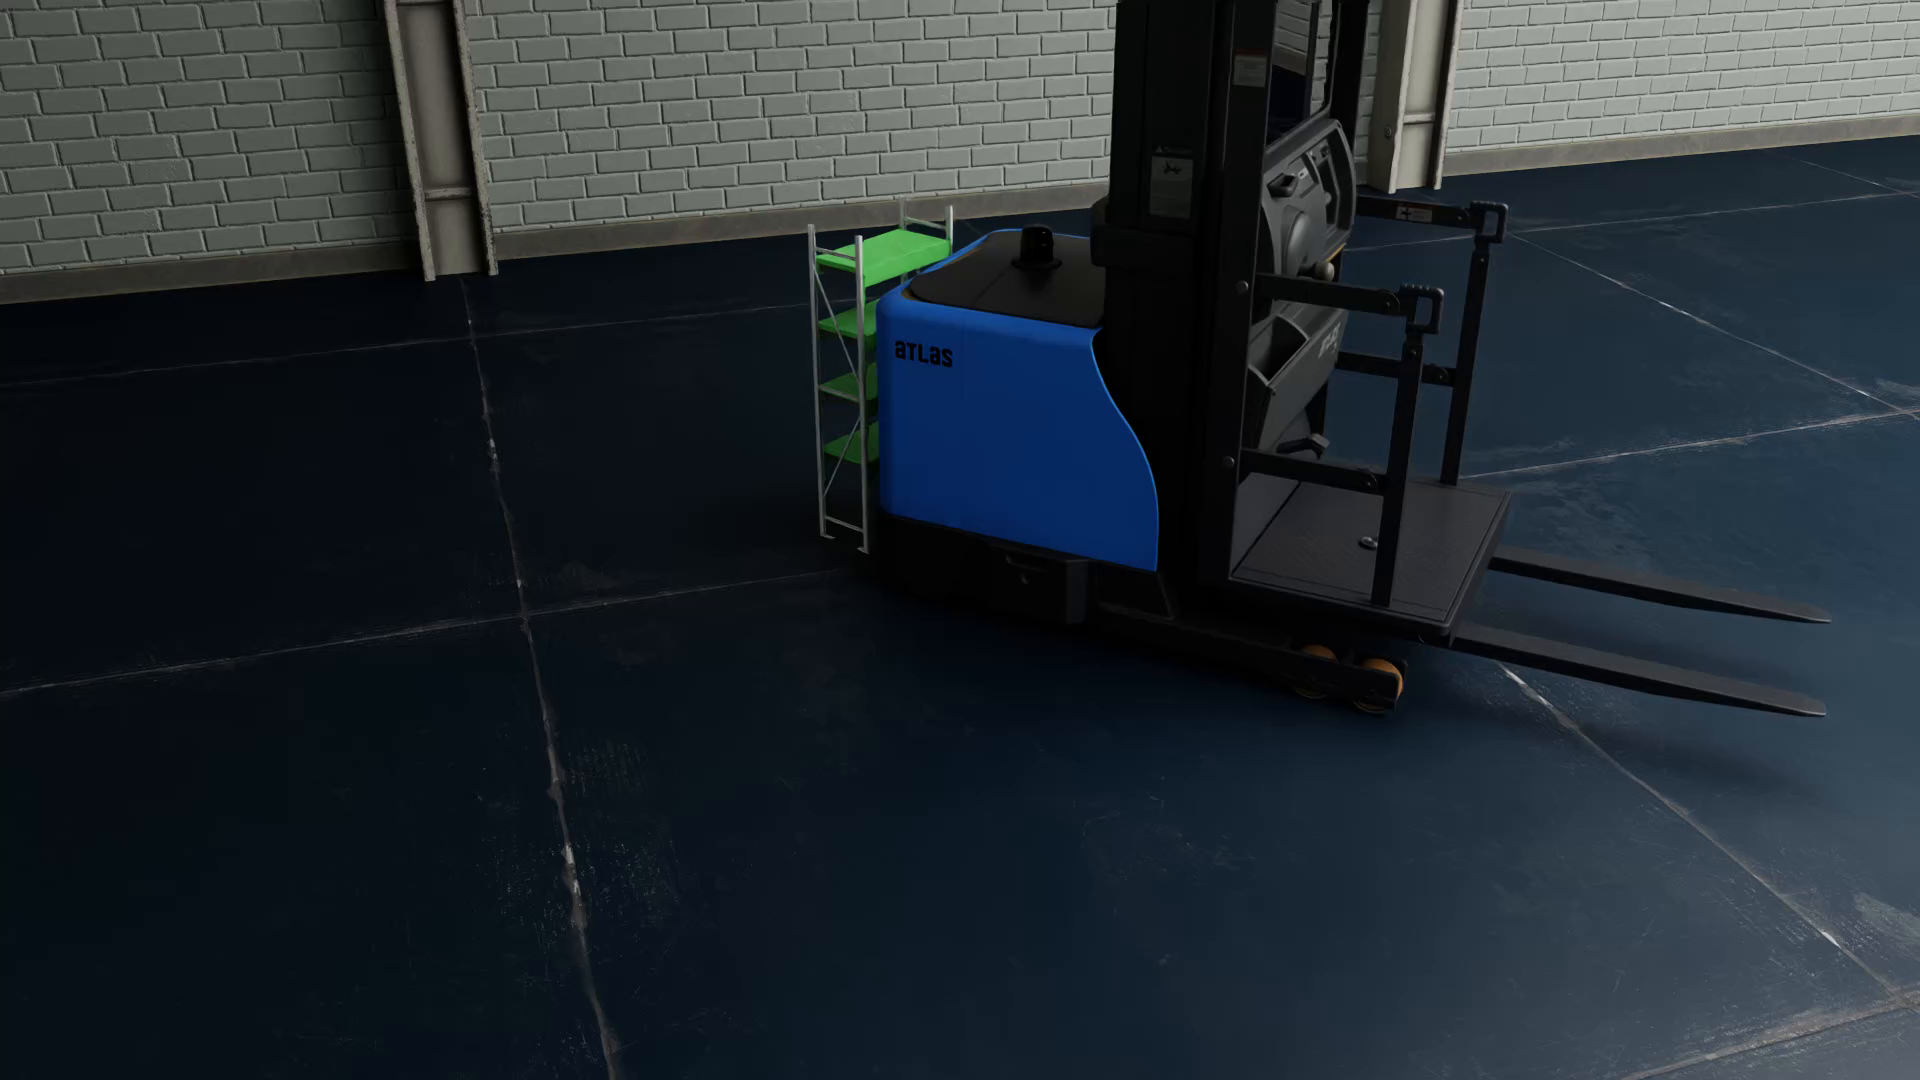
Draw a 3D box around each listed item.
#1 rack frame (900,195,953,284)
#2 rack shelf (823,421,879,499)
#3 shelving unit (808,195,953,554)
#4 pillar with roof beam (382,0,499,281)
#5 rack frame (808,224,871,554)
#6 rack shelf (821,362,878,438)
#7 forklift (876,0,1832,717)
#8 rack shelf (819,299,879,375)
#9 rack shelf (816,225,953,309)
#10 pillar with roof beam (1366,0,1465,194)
[{"bbox_3d":[-0.123,-0.691,6.292,0.240,1.200,0.015,20,33,34],"label":"rack frame"},{"bbox_3d":[-0.276,-0.334,6.257,0.258,0.148,0.480,20,33,34],"label":"rack shelf"},{"bbox_3d":[-0.276,-0.606,6.122,0.258,1.200,0.503,20,33,34],"label":"shelving unit"},{"bbox_3d":[-1.459,-3.720,3.622,0.400,9.000,9.100,-8,28,-16],"label":"pillar with roof beam"},{"bbox_3d":[-0.429,-0.522,5.952,0.240,1.200,0.015,20,33,34],"label":"rack frame"},{"bbox_3d":[-0.276,-0.549,6.150,0.258,0.148,0.480,20,33,34],"label":"rack shelf"},{"bbox_3d":[1.260,-1.044,5.058,3.031,2.935,1.130,12,29,23],"label":"forklift"},{"bbox_3d":[-0.276,-0.764,6.044,0.258,0.148,0.480,20,33,34],"label":"rack shelf"},{"bbox_3d":[-0.276,-0.979,5.937,0.258,0.148,0.480,20,33,34],"label":"rack shelf"},{"bbox_3d":[4.246,-4.546,5.287,0.400,9.000,9.100,-8,28,-16],"label":"pillar with roof beam"}]
